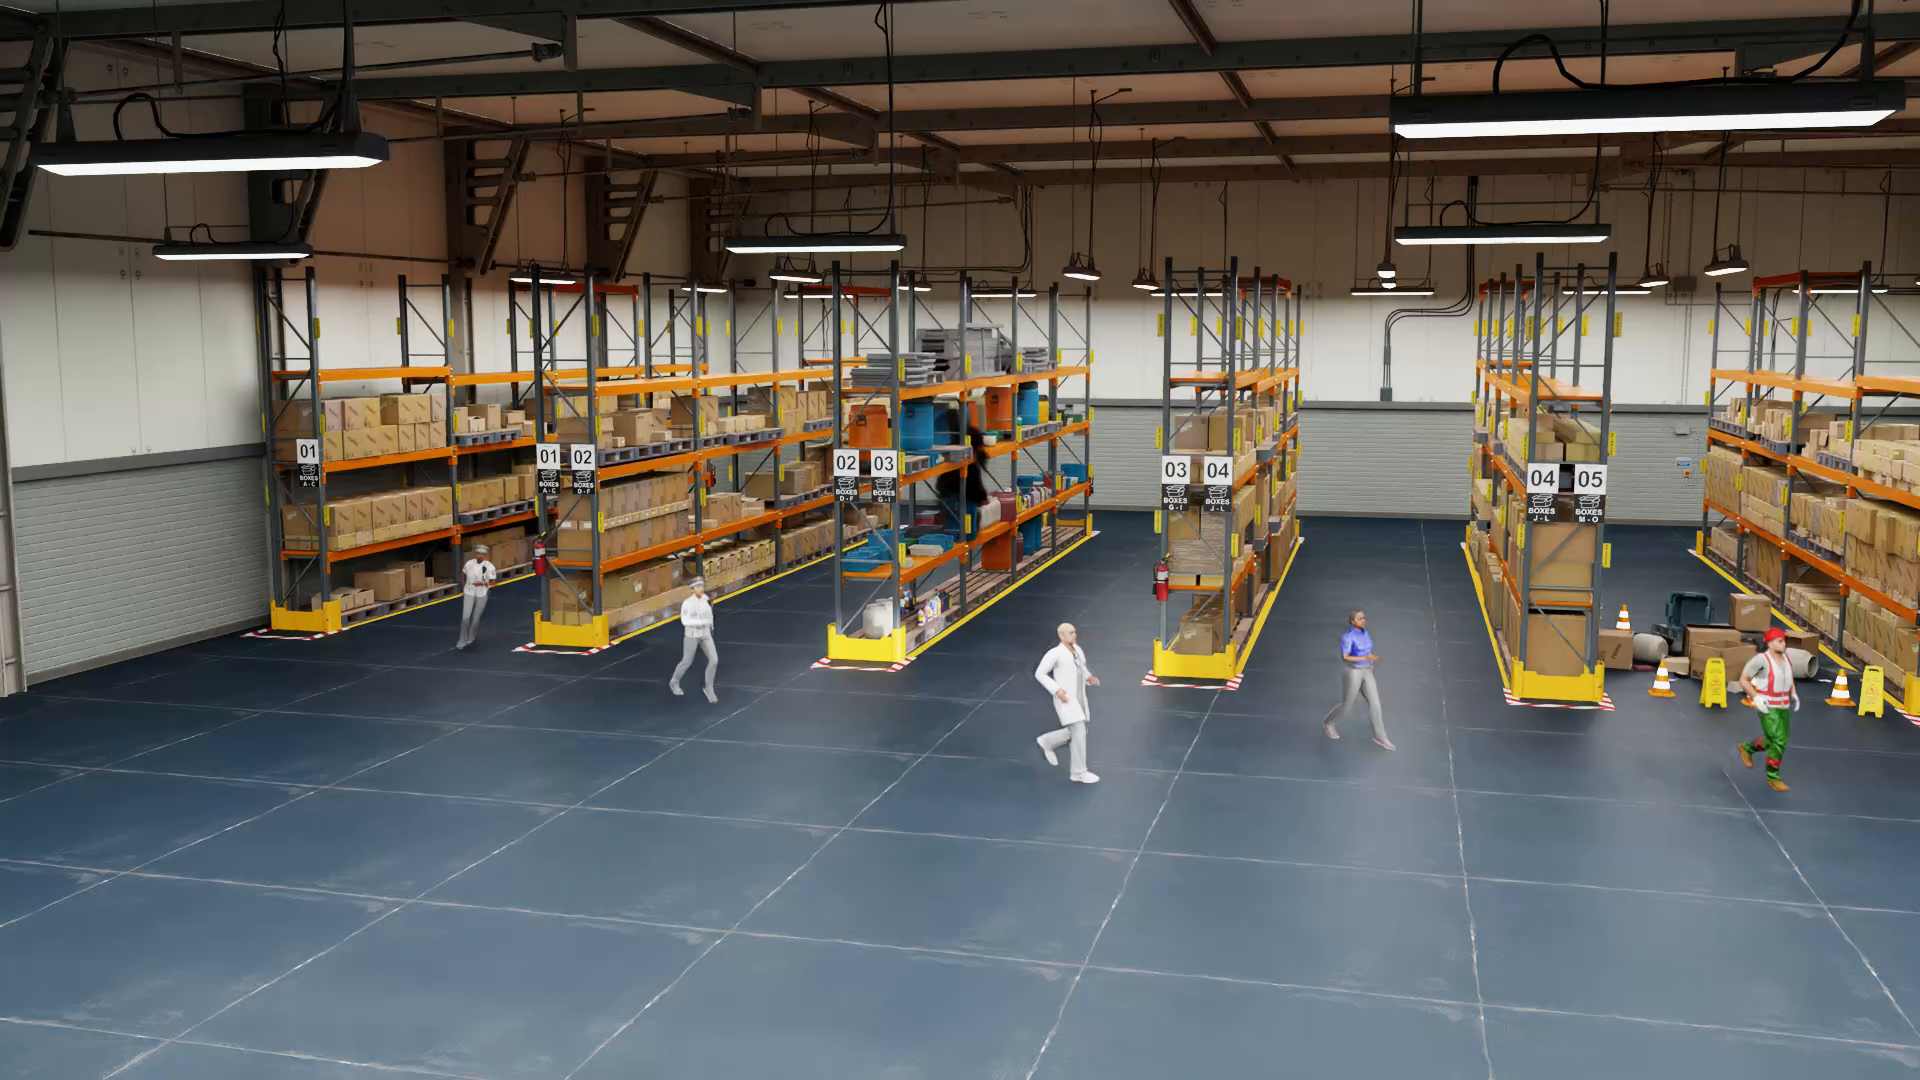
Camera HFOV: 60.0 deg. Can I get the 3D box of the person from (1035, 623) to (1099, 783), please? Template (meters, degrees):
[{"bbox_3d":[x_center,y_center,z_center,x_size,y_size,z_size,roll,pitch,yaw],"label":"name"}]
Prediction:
[{"bbox_3d":[1.189,1.794,18.532,0.912,1.746,0.720,6,9,40],"label":"person"}]

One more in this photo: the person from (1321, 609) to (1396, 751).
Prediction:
[{"bbox_3d":[4.809,1.644,19.970,0.586,1.636,0.995,-5,9,-34],"label":"person"}]

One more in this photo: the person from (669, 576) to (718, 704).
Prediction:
[{"bbox_3d":[-3.552,1.331,22.441,0.623,1.736,0.877,-7,10,-43],"label":"person"}]

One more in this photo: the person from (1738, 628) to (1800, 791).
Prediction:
[{"bbox_3d":[8.883,1.826,18.319,0.678,1.760,0.767,-3,8,-23],"label":"person"}]

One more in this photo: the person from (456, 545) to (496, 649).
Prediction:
[{"bbox_3d":[-7.630,0.884,26.227,0.643,1.667,0.658,-1,7,-11],"label":"person"}]
